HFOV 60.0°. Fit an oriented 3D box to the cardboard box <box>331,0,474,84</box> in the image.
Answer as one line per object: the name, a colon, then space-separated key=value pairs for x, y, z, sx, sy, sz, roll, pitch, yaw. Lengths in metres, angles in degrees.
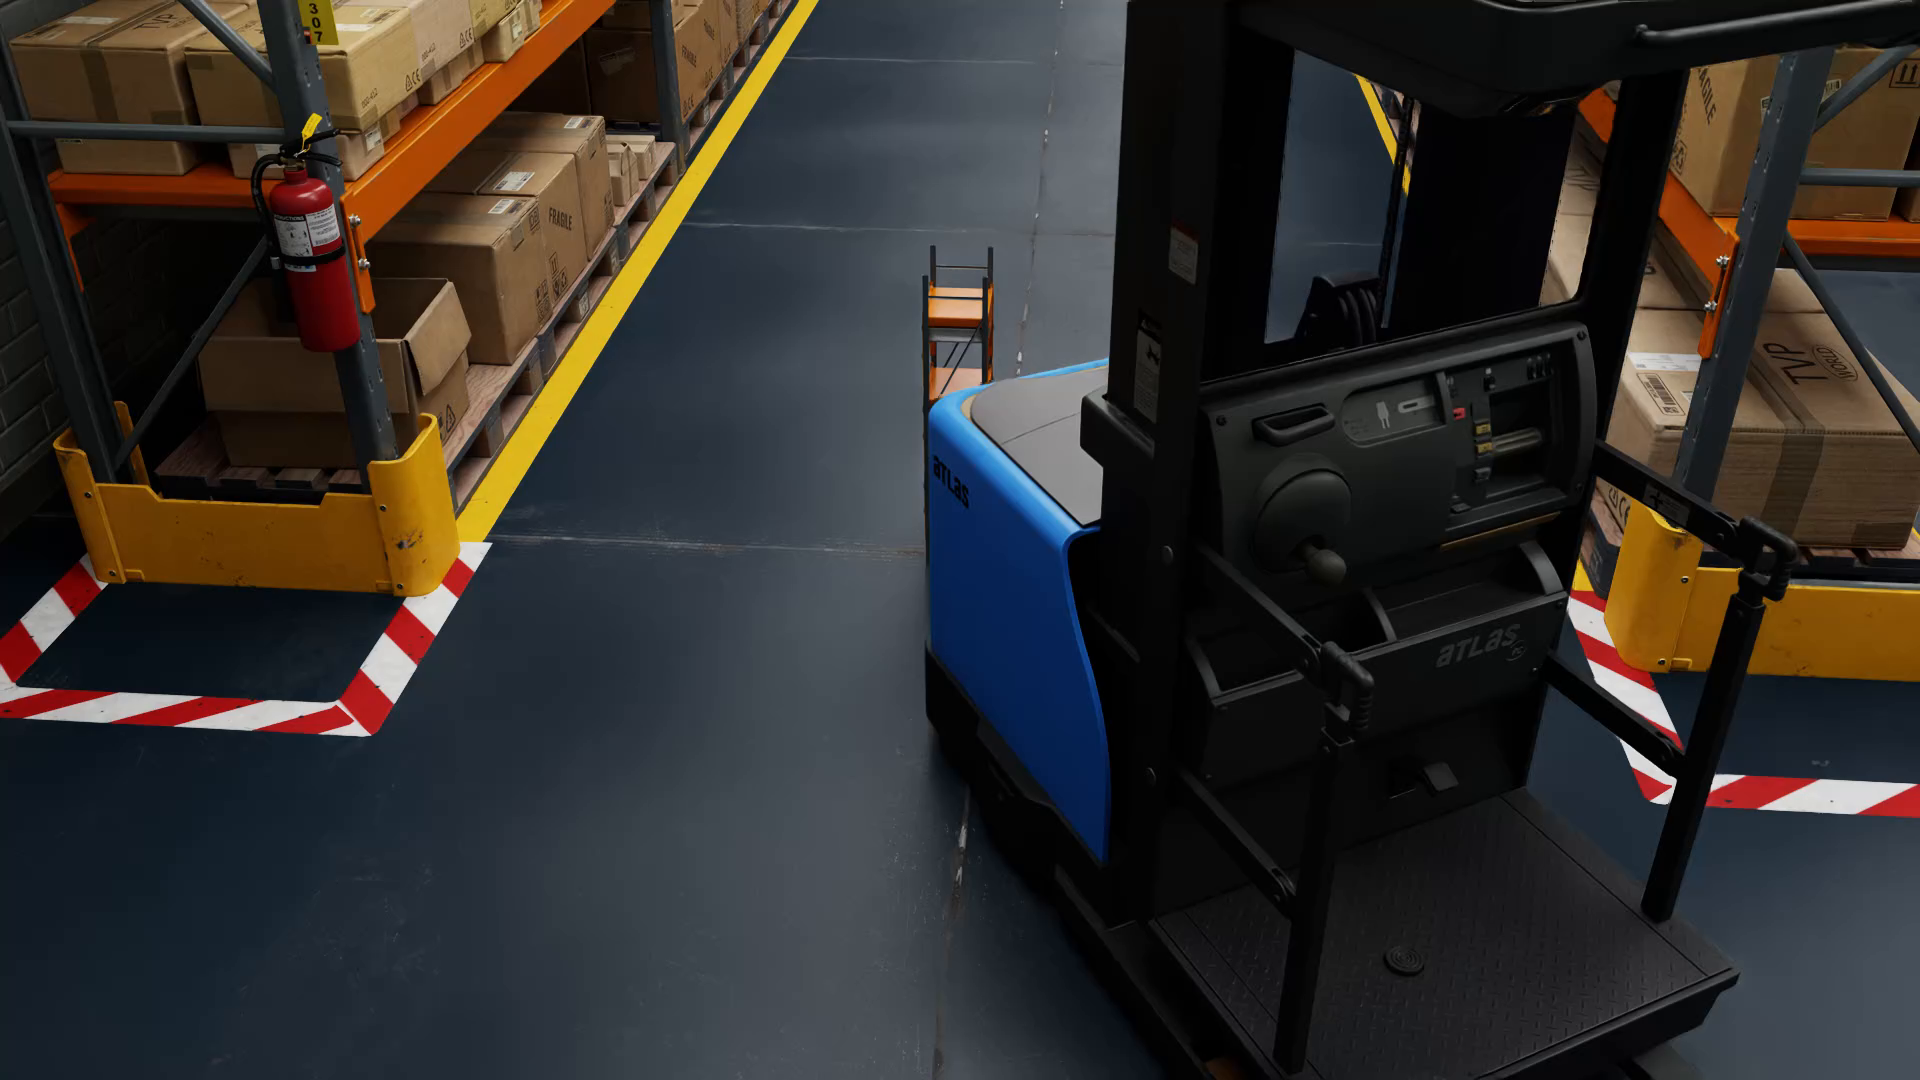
cardboard box: x=-1.959 y=-1.715 z=5.533 sx=0.500 sy=0.250 sz=0.500 roll=3 pitch=32 yaw=5

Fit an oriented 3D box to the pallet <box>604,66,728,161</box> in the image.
pallet: x=-1.952 y=-2.494 z=9.596 sx=1.003 sy=0.211 sz=1.213 roll=2 pitch=32 yaw=4

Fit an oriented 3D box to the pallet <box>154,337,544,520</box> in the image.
pallet: x=-2.236 y=-0.432 z=6.250 sx=1.003 sy=0.211 sz=1.213 roll=2 pitch=32 yaw=4

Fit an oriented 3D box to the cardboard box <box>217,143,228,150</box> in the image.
cardboard box: x=-2.464 y=-1.370 z=5.354 sx=0.380 sy=0.149 sz=0.250 roll=3 pitch=32 yaw=5

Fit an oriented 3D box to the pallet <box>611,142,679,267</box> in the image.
pallet: x=-2.037 y=-1.708 z=8.320 sx=1.003 sy=0.211 sz=1.213 roll=2 pitch=32 yaw=4

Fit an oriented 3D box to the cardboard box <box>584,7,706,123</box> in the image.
cardboard box: x=-1.716 y=-2.612 z=9.112 sx=0.500 sy=0.500 sz=0.500 roll=4 pitch=32 yaw=6

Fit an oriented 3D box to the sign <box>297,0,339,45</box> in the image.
sign: x=-1.765 y=-1.508 z=4.513 sx=0.100 sy=0.325 sz=0.005 roll=2 pitch=32 yaw=4

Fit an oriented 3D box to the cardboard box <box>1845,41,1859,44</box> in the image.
cardboard box: x=2.444 y=-1.683 z=4.574 sx=0.500 sy=0.500 sz=0.500 roll=3 pitch=32 yaw=6

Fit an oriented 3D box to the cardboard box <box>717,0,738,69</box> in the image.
cardboard box: x=-1.638 y=-3.152 z=9.988 sx=0.500 sy=0.500 sz=0.500 roll=2 pitch=32 yaw=3

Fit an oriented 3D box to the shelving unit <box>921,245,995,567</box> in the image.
shelving unit: x=-0.004 y=-0.419 z=5.429 sx=0.215 sy=1.050 sz=0.252 roll=2 pitch=32 yaw=4

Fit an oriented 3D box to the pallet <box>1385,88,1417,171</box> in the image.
pallet: x=2.955 y=-2.264 z=9.222 sx=1.003 sy=0.211 sz=1.213 roll=2 pitch=32 yaw=4

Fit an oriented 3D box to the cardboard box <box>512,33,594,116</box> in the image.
cardboard box: x=-2.235 y=-2.638 z=9.154 sx=0.500 sy=0.500 sz=0.500 roll=2 pitch=32 yaw=4

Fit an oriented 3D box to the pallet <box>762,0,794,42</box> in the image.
pallet: x=-1.753 y=-3.770 z=11.666 sx=1.003 sy=0.211 sz=1.213 roll=2 pitch=32 yaw=4

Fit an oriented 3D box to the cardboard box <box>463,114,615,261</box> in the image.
cardboard box: x=-1.969 y=-1.581 z=7.439 sx=0.700 sy=0.500 sz=0.500 roll=1 pitch=32 yaw=2

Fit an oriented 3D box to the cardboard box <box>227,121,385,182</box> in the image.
cardboard box: x=-2.006 y=-1.216 z=5.103 sx=0.380 sy=0.149 sz=0.250 roll=2 pitch=32 yaw=4

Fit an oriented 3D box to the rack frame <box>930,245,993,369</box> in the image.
rack frame: x=0.006 y=-0.483 z=5.533 sx=0.200 sy=1.050 sz=0.008 roll=2 pitch=32 yaw=4

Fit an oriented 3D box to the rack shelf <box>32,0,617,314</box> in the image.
rack shelf: x=-2.143 y=-1.902 z=6.663 sx=1.077 sy=0.370 sz=4.000 roll=2 pitch=32 yaw=4

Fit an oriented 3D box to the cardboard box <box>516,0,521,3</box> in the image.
cardboard box: x=-1.901 y=-2.248 z=6.399 sx=0.500 sy=0.250 sz=0.500 roll=2 pitch=32 yaw=3

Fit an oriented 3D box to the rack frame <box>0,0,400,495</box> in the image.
rack frame: x=-2.306 y=-1.163 z=4.777 sx=1.000 sy=3.000 sz=0.127 roll=2 pitch=32 yaw=4

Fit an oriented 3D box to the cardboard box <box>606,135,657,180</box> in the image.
cardboard box: x=-1.733 y=-1.915 z=8.316 sx=0.380 sy=0.149 sz=0.250 roll=2 pitch=32 yaw=2

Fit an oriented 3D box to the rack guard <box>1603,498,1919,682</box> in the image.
rack guard: x=2.640 y=0.124 z=5.072 sx=1.175 sy=0.500 sz=0.348 roll=2 pitch=32 yaw=4

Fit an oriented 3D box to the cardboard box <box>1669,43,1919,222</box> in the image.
cardboard box: x=2.417 y=-1.259 z=4.838 sx=0.500 sy=0.500 sz=0.500 roll=3 pitch=32 yaw=4

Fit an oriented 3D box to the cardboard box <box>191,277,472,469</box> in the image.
cardboard box: x=-2.161 y=-0.594 z=5.835 sx=0.797 sy=0.503 sz=0.637 roll=1 pitch=32 yaw=2

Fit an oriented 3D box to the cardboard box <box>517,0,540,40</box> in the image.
cardboard box: x=-1.850 y=-2.026 z=6.418 sx=0.380 sy=0.149 sz=0.250 roll=3 pitch=32 yaw=5

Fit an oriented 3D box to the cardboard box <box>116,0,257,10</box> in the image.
cardboard box: x=-2.490 y=-1.747 z=5.585 sx=0.500 sy=0.250 sz=0.500 roll=3 pitch=32 yaw=4

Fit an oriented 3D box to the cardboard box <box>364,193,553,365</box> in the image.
cardboard box: x=-2.053 y=-1.038 z=6.558 sx=0.700 sy=0.500 sz=0.500 roll=4 pitch=32 yaw=6

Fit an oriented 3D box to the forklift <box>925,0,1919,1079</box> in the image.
forklift: x=0.991 y=-0.122 z=3.154 sx=1.130 sy=2.935 sz=3.031 roll=-14 pitch=34 yaw=-21

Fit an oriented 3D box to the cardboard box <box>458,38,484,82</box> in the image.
cardboard box: x=-1.947 y=-1.758 z=5.984 sx=0.380 sy=0.149 sz=0.250 roll=3 pitch=32 yaw=5

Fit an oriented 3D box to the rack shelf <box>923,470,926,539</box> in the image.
rack shelf: x=-0.004 y=-0.173 z=5.581 sx=0.215 sy=0.259 sz=0.240 roll=2 pitch=32 yaw=4

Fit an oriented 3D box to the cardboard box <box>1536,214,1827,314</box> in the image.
cardboard box: x=2.662 y=-0.869 z=6.343 sx=0.875 sy=0.438 sz=0.875 roll=3 pitch=32 yaw=5

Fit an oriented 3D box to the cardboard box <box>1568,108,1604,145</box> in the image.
cardboard box: x=2.809 y=-1.808 z=7.867 sx=0.875 sy=0.438 sz=0.875 roll=2 pitch=32 yaw=3

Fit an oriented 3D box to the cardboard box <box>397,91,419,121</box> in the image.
cardboard box: x=-2.044 y=-1.490 z=5.548 sx=0.380 sy=0.149 sz=0.250 roll=2 pitch=32 yaw=3

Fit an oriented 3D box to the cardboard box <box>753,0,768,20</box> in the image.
cardboard box: x=-1.566 y=-3.695 z=10.869 sx=0.500 sy=0.500 sz=0.500 roll=4 pitch=32 yaw=6
